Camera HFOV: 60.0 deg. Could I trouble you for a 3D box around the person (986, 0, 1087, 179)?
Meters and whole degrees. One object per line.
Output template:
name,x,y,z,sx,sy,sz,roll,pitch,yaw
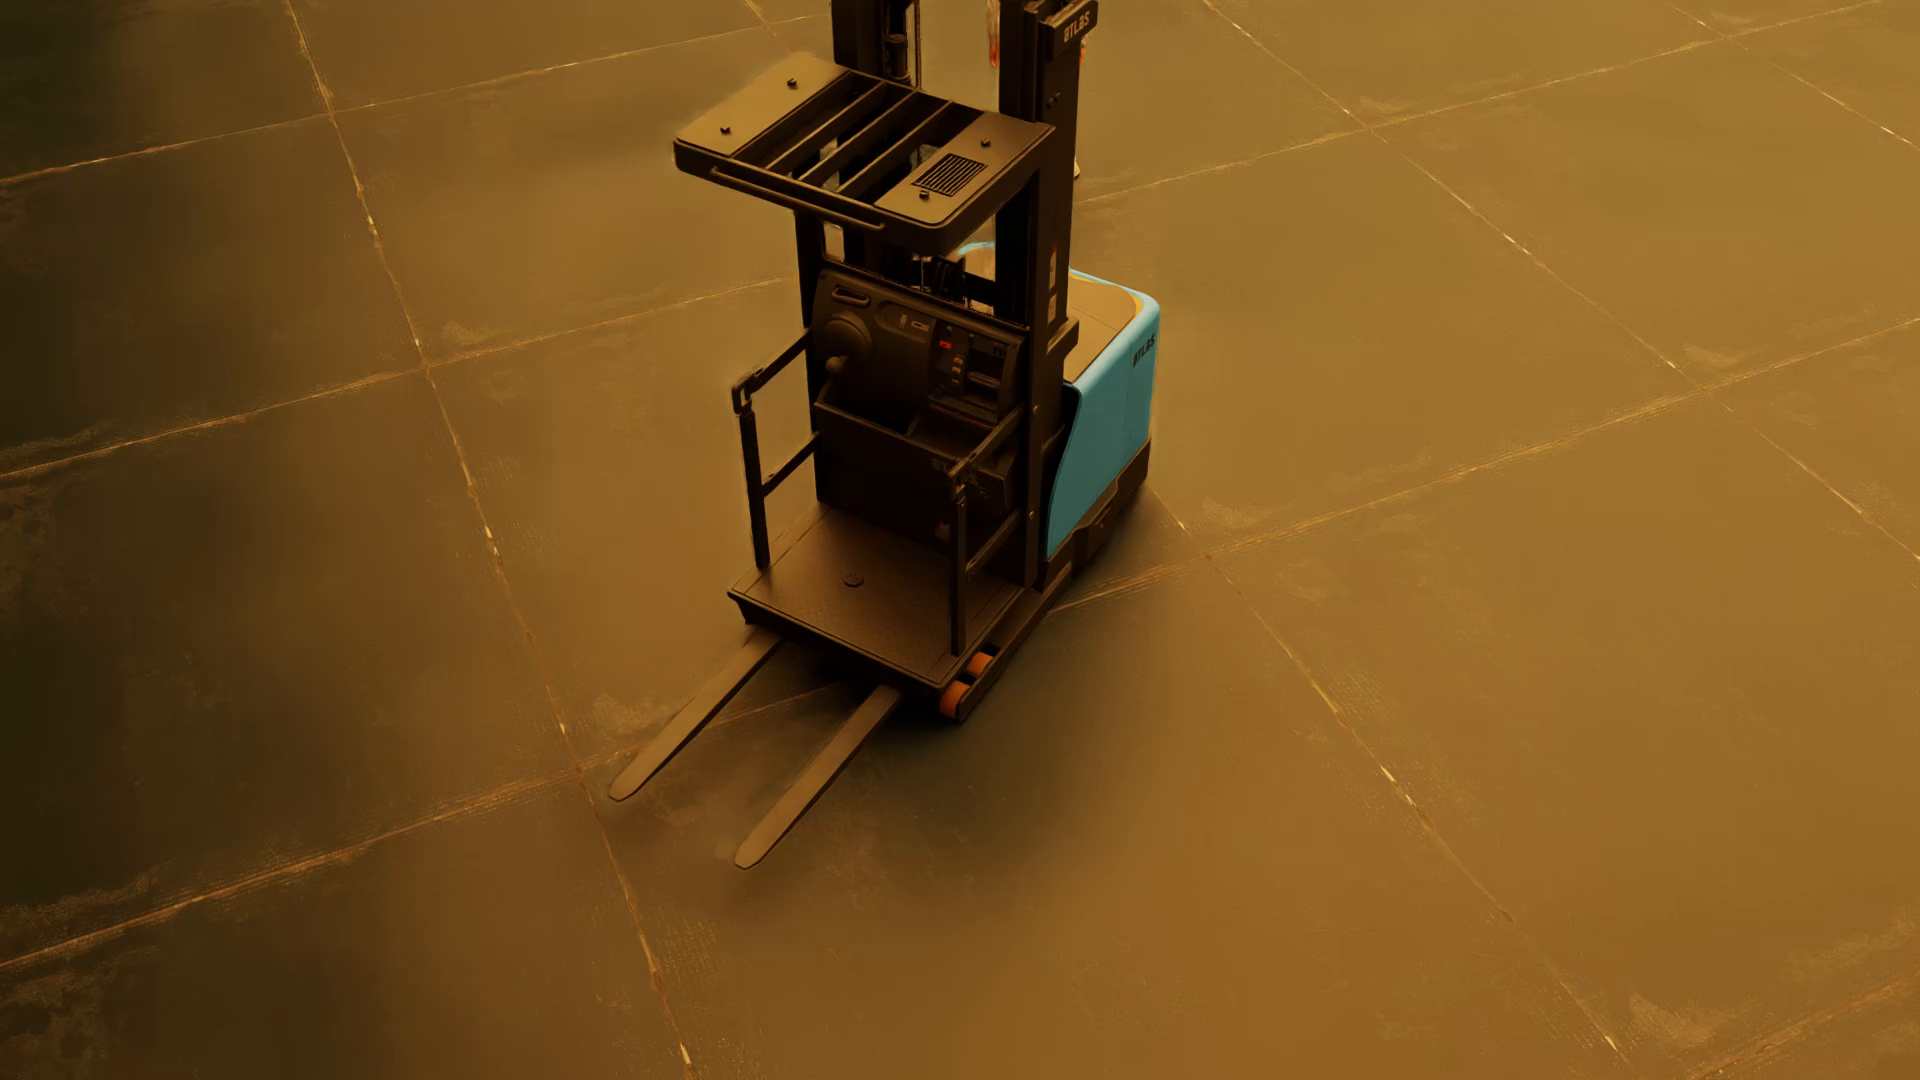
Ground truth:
person,0.442,-2.861,9.597,0.579,1.769,0.466,5,43,5

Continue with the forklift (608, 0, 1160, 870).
forklift,-0.291,-0.680,6.409,1.130,2.935,3.031,23,48,22
